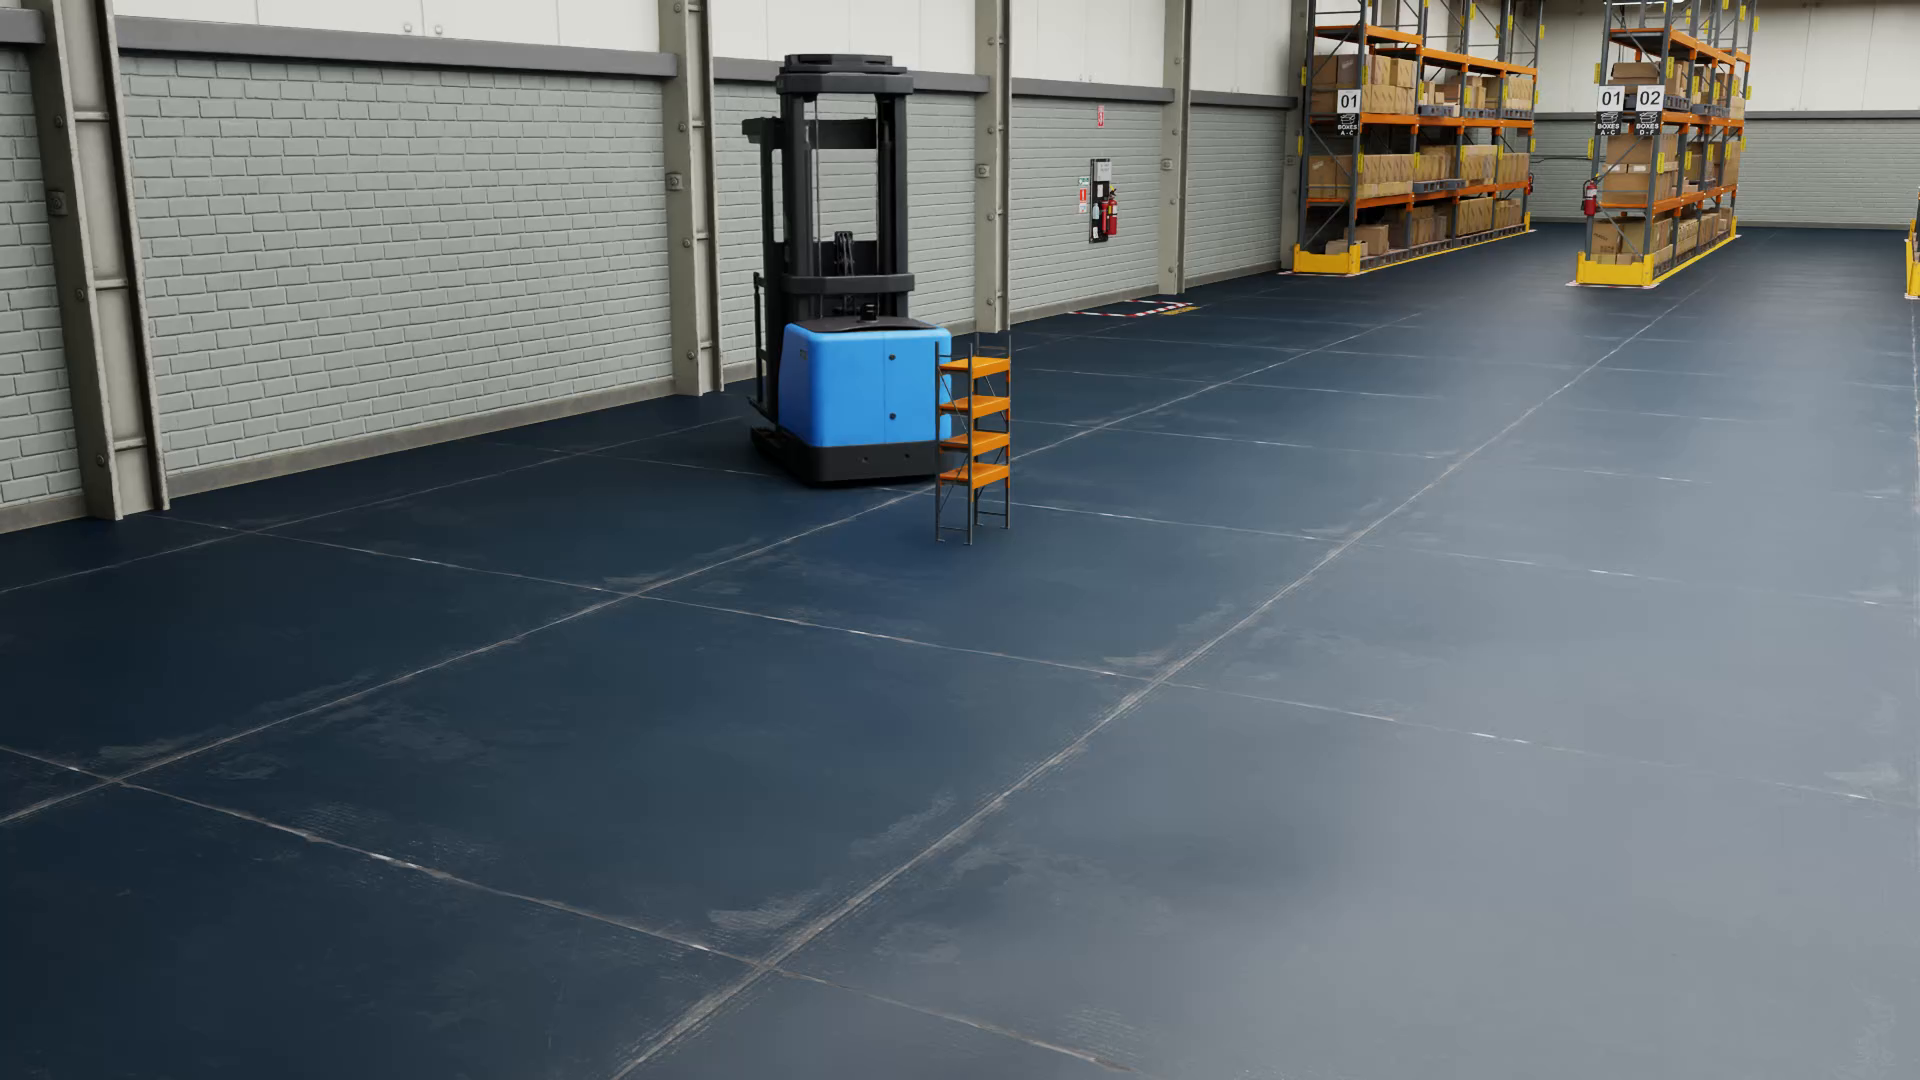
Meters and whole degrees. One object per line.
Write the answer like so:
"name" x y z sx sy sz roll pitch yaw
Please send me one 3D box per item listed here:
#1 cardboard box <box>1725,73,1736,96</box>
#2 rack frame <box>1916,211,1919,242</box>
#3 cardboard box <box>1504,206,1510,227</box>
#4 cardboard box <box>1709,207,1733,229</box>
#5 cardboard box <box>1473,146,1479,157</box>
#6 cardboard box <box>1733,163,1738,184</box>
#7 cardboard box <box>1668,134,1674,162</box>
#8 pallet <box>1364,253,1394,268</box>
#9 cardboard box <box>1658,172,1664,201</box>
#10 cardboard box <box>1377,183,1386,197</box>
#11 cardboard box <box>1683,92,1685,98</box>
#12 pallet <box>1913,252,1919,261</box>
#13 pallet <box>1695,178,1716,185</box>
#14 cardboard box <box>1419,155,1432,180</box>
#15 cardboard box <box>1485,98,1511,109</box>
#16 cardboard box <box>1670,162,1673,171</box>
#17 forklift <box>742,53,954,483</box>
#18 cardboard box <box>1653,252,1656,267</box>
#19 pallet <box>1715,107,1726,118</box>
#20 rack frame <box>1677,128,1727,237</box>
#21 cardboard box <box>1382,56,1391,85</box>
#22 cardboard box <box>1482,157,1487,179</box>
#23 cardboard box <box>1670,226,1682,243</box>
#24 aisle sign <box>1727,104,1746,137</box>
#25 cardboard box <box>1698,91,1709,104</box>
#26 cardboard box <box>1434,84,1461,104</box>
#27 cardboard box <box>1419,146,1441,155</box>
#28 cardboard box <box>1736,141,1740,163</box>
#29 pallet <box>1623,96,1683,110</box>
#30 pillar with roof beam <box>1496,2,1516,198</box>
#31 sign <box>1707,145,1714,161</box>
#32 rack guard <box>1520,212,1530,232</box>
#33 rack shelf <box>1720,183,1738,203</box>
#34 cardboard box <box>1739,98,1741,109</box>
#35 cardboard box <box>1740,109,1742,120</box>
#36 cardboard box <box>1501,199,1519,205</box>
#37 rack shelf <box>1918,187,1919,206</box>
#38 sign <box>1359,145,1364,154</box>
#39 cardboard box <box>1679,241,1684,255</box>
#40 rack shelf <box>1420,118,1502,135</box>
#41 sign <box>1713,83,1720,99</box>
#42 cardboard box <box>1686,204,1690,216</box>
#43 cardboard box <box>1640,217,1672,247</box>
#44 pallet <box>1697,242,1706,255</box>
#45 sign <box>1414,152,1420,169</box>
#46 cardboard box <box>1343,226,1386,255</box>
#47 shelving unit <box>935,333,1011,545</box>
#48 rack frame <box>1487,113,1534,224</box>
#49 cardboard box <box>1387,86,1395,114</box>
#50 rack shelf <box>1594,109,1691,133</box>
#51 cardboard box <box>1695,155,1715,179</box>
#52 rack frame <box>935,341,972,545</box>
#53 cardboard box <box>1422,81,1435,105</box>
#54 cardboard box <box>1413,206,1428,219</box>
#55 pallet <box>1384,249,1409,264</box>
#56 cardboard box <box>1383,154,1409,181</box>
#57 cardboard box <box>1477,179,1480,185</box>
"cardboard box" 17.331 -10.408 38.057 0.700 0.500 0.500 7 15 28
"rack frame" 21.098 -7.662 35.416 1.000 3.000 0.127 7 15 28
"cardboard box" 13.373 -8.123 41.765 0.700 0.500 0.500 8 16 29
"cardboard box" 18.650 -7.904 40.814 0.500 0.500 0.500 7 15 28
"cardboard box" 11.434 -8.809 37.681 0.500 0.250 0.500 7 15 28
"cardboard box" 18.471 -8.864 40.187 0.500 0.500 0.500 8 15 29
"cardboard box" 12.444 -7.067 29.964 0.700 0.500 0.500 7 15 28
"pallet" 7.676 -5.395 31.960 1.003 0.211 1.213 7 15 28
"cardboard box" 11.946 -6.223 29.233 0.700 0.500 0.500 8 16 30
"cardboard box" 7.628 -6.536 31.020 0.500 0.250 0.500 7 15 27
"cardboard box" 13.466 -8.411 31.544 0.500 0.250 0.500 6 15 23
"pallet" 18.756 -5.331 31.698 1.003 0.211 1.213 7 15 28
"pallet" 16.282 -7.979 37.141 1.003 0.211 1.213 7 15 28
"cardboard box" 9.401 -7.759 34.665 0.700 0.500 0.500 10 17 36
"cardboard box" 12.990 -10.535 40.141 0.500 0.250 0.500 7 15 28
"cardboard box" 12.581 -6.708 29.862 0.380 0.149 0.250 7 15 28
"forklift" -1.000 -2.124 12.591 1.130 2.935 3.031 -5 14 -18
"cardboard box" 11.655 -4.818 28.587 0.500 0.250 0.500 7 15 28
"pallet" 15.888 -9.252 36.011 1.213 0.211 1.003 7 15 28
"rack frame" 16.764 -8.224 37.747 1.000 3.000 0.127 7 15 28
"cardboard box" 7.548 -8.580 30.435 0.500 0.500 0.500 8 16 30
"cardboard box" 11.935 -8.656 38.649 0.500 0.500 0.500 7 15 28
"cardboard box" 13.314 -5.780 31.381 0.500 0.311 0.500 7 15 28
"aisle sign" 18.999 -10.288 40.760 0.394 0.787 0.004 7 15 28
"cardboard box" 15.011 -9.004 34.367 0.910 0.500 0.500 7 15 28
"cardboard box" 10.672 -9.789 36.685 0.700 0.500 0.500 6 15 24
"cardboard box" 10.484 -8.654 37.039 0.500 0.250 0.500 8 16 30
"cardboard box" 18.479 -9.353 40.084 0.500 0.500 0.500 8 16 30
"pallet" 11.916 -7.571 28.825 1.003 0.211 1.213 7 15 28
"pillar with roof beam" 18.676 -12.686 43.454 9.100 9.000 0.548 7 15 28
"sign" 15.318 -7.904 33.949 0.100 0.325 0.005 7 15 28
"rack guard" 14.371 -8.395 43.789 1.175 0.500 0.348 7 15 28
"rack shelf" 17.731 -8.285 39.533 1.077 0.370 4.000 7 15 28
"cardboard box" 18.186 -10.334 39.352 0.500 0.250 0.500 7 15 28
"cardboard box" 18.429 -10.194 39.836 0.500 0.250 0.500 7 15 28
"cardboard box" 14.083 -8.655 42.588 0.380 0.149 0.250 8 16 30
"rack shelf" 22.065 -7.723 37.202 1.077 0.370 4.000 7 15 28
"sign" 8.071 -7.768 33.386 0.100 0.325 0.005 7 15 28
"cardboard box" 13.557 -5.610 31.873 0.500 0.250 0.500 8 16 29
"rack shelf" 11.459 -9.483 38.103 1.077 0.370 4.000 7 15 28
"sign" 15.312 -9.087 33.654 0.100 0.325 0.005 7 15 28
"cardboard box" 15.833 -7.311 36.752 0.500 0.250 0.500 7 15 28
"cardboard box" 12.612 -5.594 30.207 0.500 0.500 0.500 7 15 28
"pallet" 15.224 -6.197 35.287 1.003 0.211 1.213 7 15 28
"sign" 9.037 -7.504 32.914 0.100 0.325 0.005 7 15 28
"cardboard box" 7.712 -5.715 31.734 0.700 0.500 0.500 6 15 25
"shelving unit" 0.080 -0.617 10.034 0.258 1.200 0.503 7 15 28
"rack frame" 14.359 -9.605 43.476 1.000 3.000 0.127 7 15 28
"cardboard box" 7.784 -8.205 31.011 0.500 0.500 0.500 8 16 31
"rack shelf" 11.930 -7.281 28.970 1.077 0.370 4.000 7 15 28
"cardboard box" 15.964 -8.108 36.154 0.700 0.500 0.500 3 14 14
"rack frame" -0.038 -0.567 9.826 0.240 1.200 0.015 7 15 28
"cardboard box" 9.489 -9.210 34.328 0.500 0.500 0.500 7 15 26
"cardboard box" 9.615 -6.958 35.288 0.500 0.250 0.500 7 15 28
"pallet" 8.264 -5.646 33.002 1.003 0.211 1.213 7 15 28
"cardboard box" 8.364 -7.210 32.216 0.500 0.500 0.500 7 15 28
"cardboard box" 11.857 -8.315 38.618 0.380 0.149 0.250 7 15 26
